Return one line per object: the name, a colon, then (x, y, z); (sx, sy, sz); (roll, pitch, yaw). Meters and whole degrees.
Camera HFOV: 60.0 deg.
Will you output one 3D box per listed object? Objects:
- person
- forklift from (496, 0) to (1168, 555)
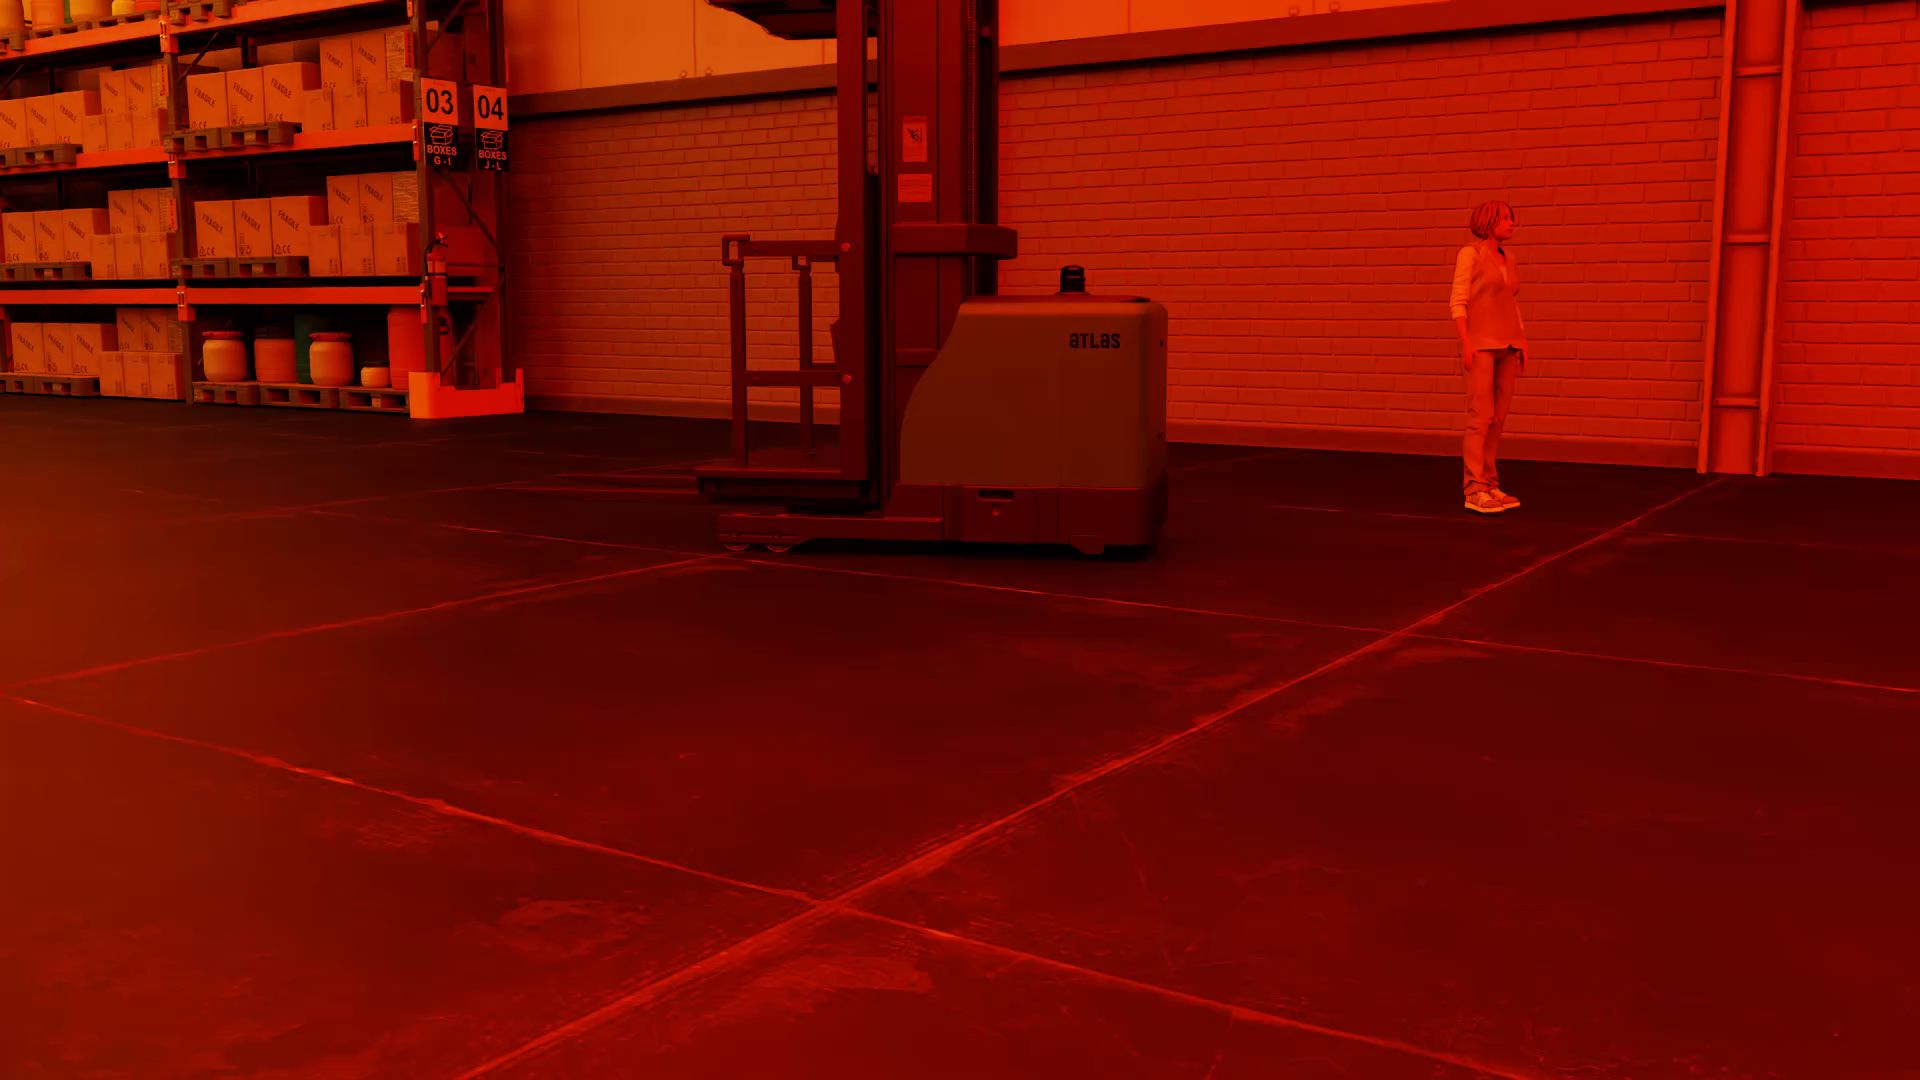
person: (2.798, -0.958, 8.617); (0.519, 1.600, 0.473); (-5, 10, -33)
forklift: (-0.596, -1.469, 7.520); (3.031, 2.935, 1.130); (2, 8, 12)
